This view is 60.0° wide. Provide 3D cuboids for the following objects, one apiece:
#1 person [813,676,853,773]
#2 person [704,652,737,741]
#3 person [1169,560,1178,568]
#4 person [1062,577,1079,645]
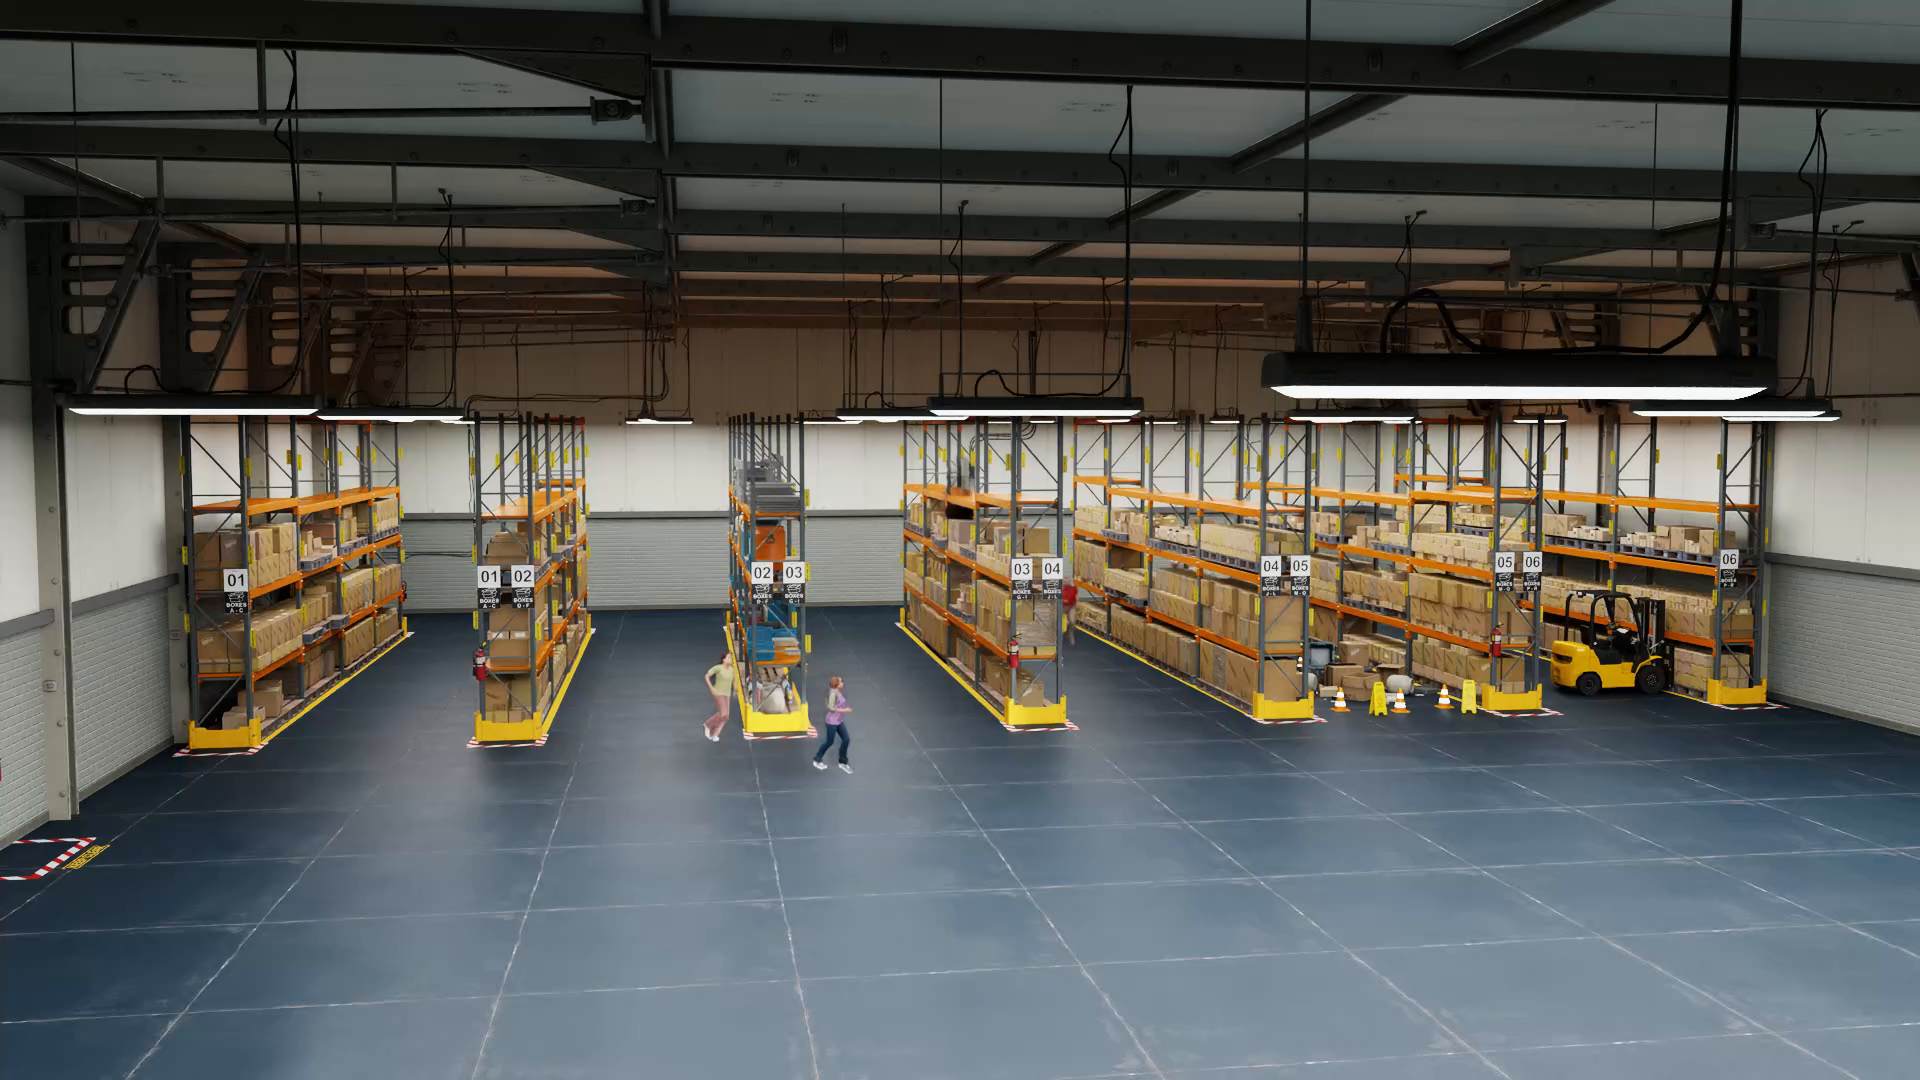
[{"bbox_3d":[-2.096,3.071,27.515,0.718,1.617,0.522,1,4,16],"label":"person"},{"bbox_3d":[-4.335,2.853,30.438,0.514,1.600,0.633,3,5,41],"label":"person"},{"bbox_3d":[6.432,1.420,50.349,0.693,1.772,0.634,-1,4,-13],"label":"person"},{"bbox_3d":[2.835,1.877,44.005,0.683,1.789,0.830,-1,4,-11],"label":"person"}]
